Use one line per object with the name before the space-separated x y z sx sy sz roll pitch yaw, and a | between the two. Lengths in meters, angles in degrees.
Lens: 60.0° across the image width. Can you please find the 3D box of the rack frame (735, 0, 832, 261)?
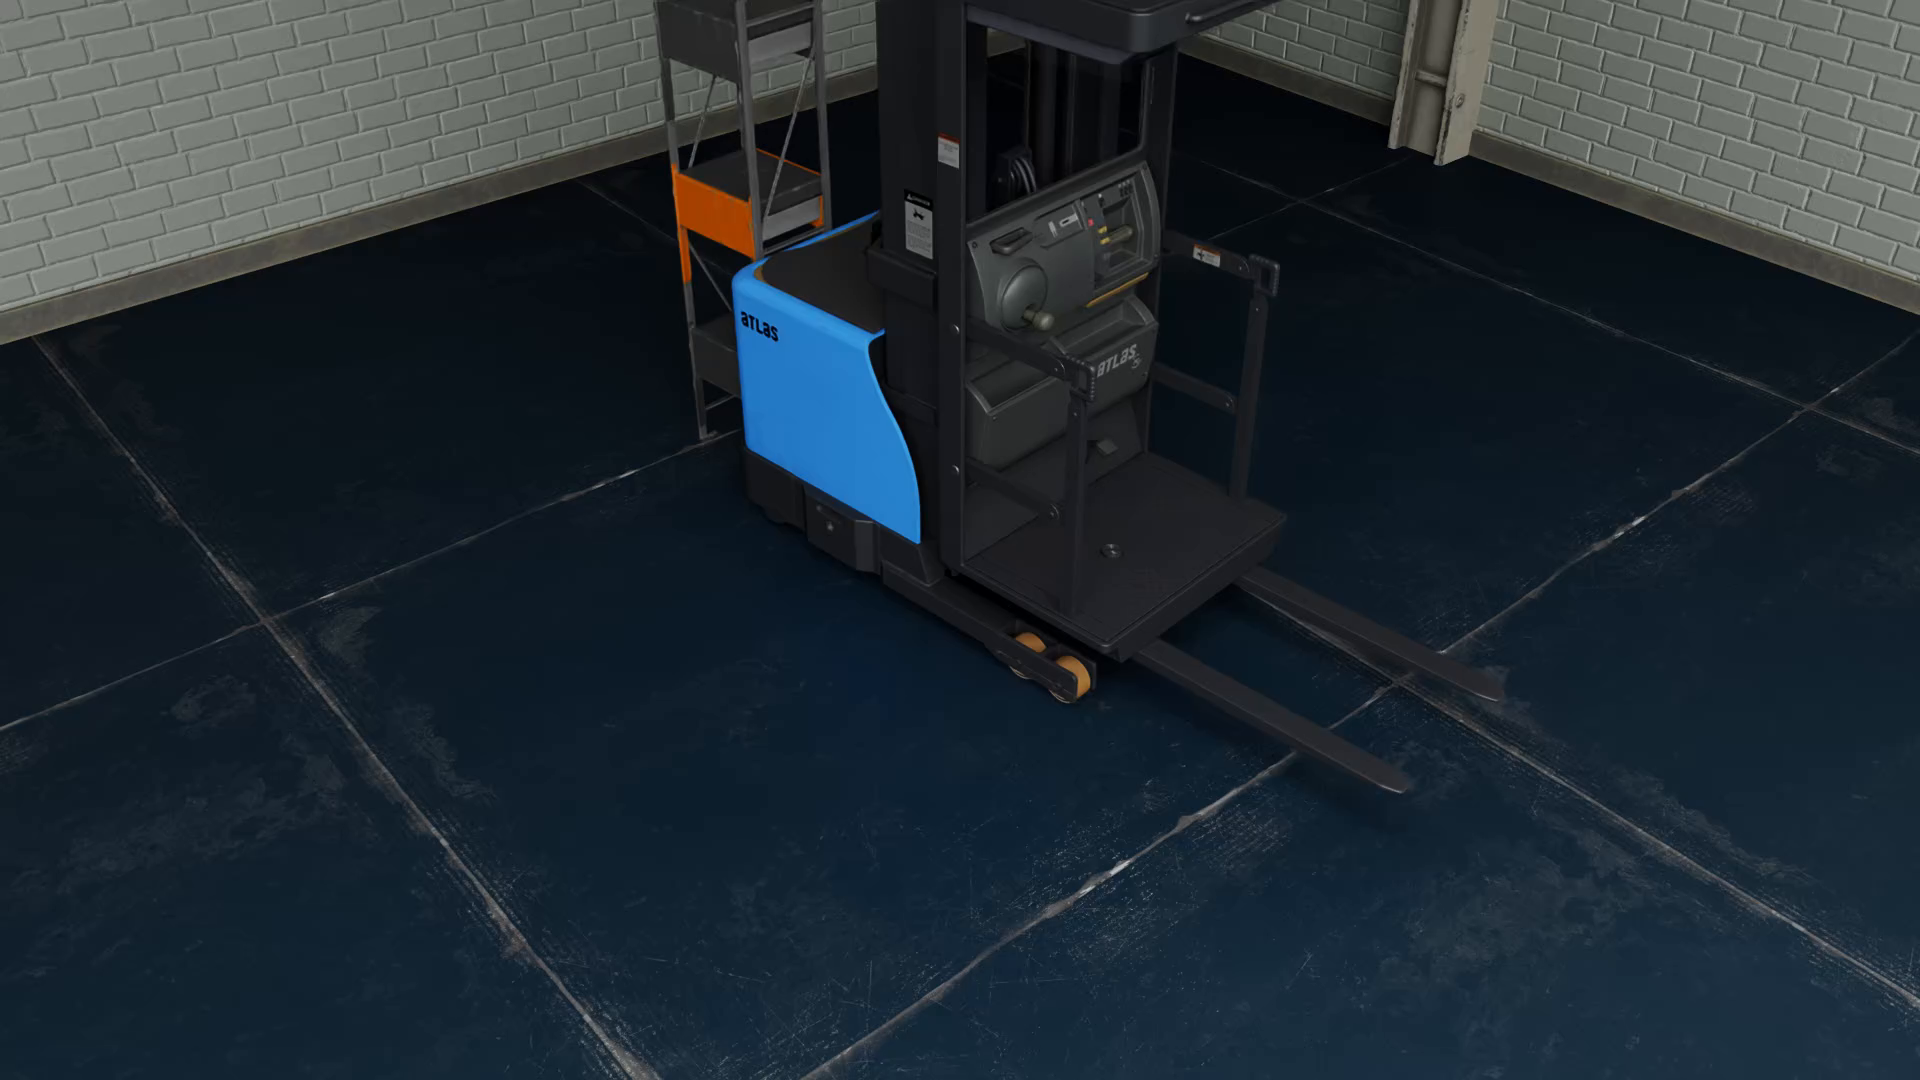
rack frame | -0.659 -1.188 6.611 0.015 2.100 0.400 29 44 34

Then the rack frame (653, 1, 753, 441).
rack frame | -1.013 -1.383 6.885 0.015 2.100 0.400 29 44 34

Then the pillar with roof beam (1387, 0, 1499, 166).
pillar with roof beam | -0.442 -4.436 5.227 9.100 9.000 0.400 -26 43 -32

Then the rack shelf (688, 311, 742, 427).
rack shelf | -0.836 -0.703 7.161 0.480 0.518 0.431 29 44 34

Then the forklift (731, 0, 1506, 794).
forklift | 0.524 -0.958 5.567 3.031 2.935 1.130 29 44 34

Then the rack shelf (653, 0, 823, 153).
rack shelf | -0.836 -1.846 6.352 0.480 0.518 0.431 29 44 34

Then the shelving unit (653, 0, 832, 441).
shelving unit | -0.836 -1.285 6.748 0.503 2.100 0.431 29 44 34

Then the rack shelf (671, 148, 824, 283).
rack shelf | -0.836 -1.274 6.756 0.480 0.518 0.431 29 44 34
